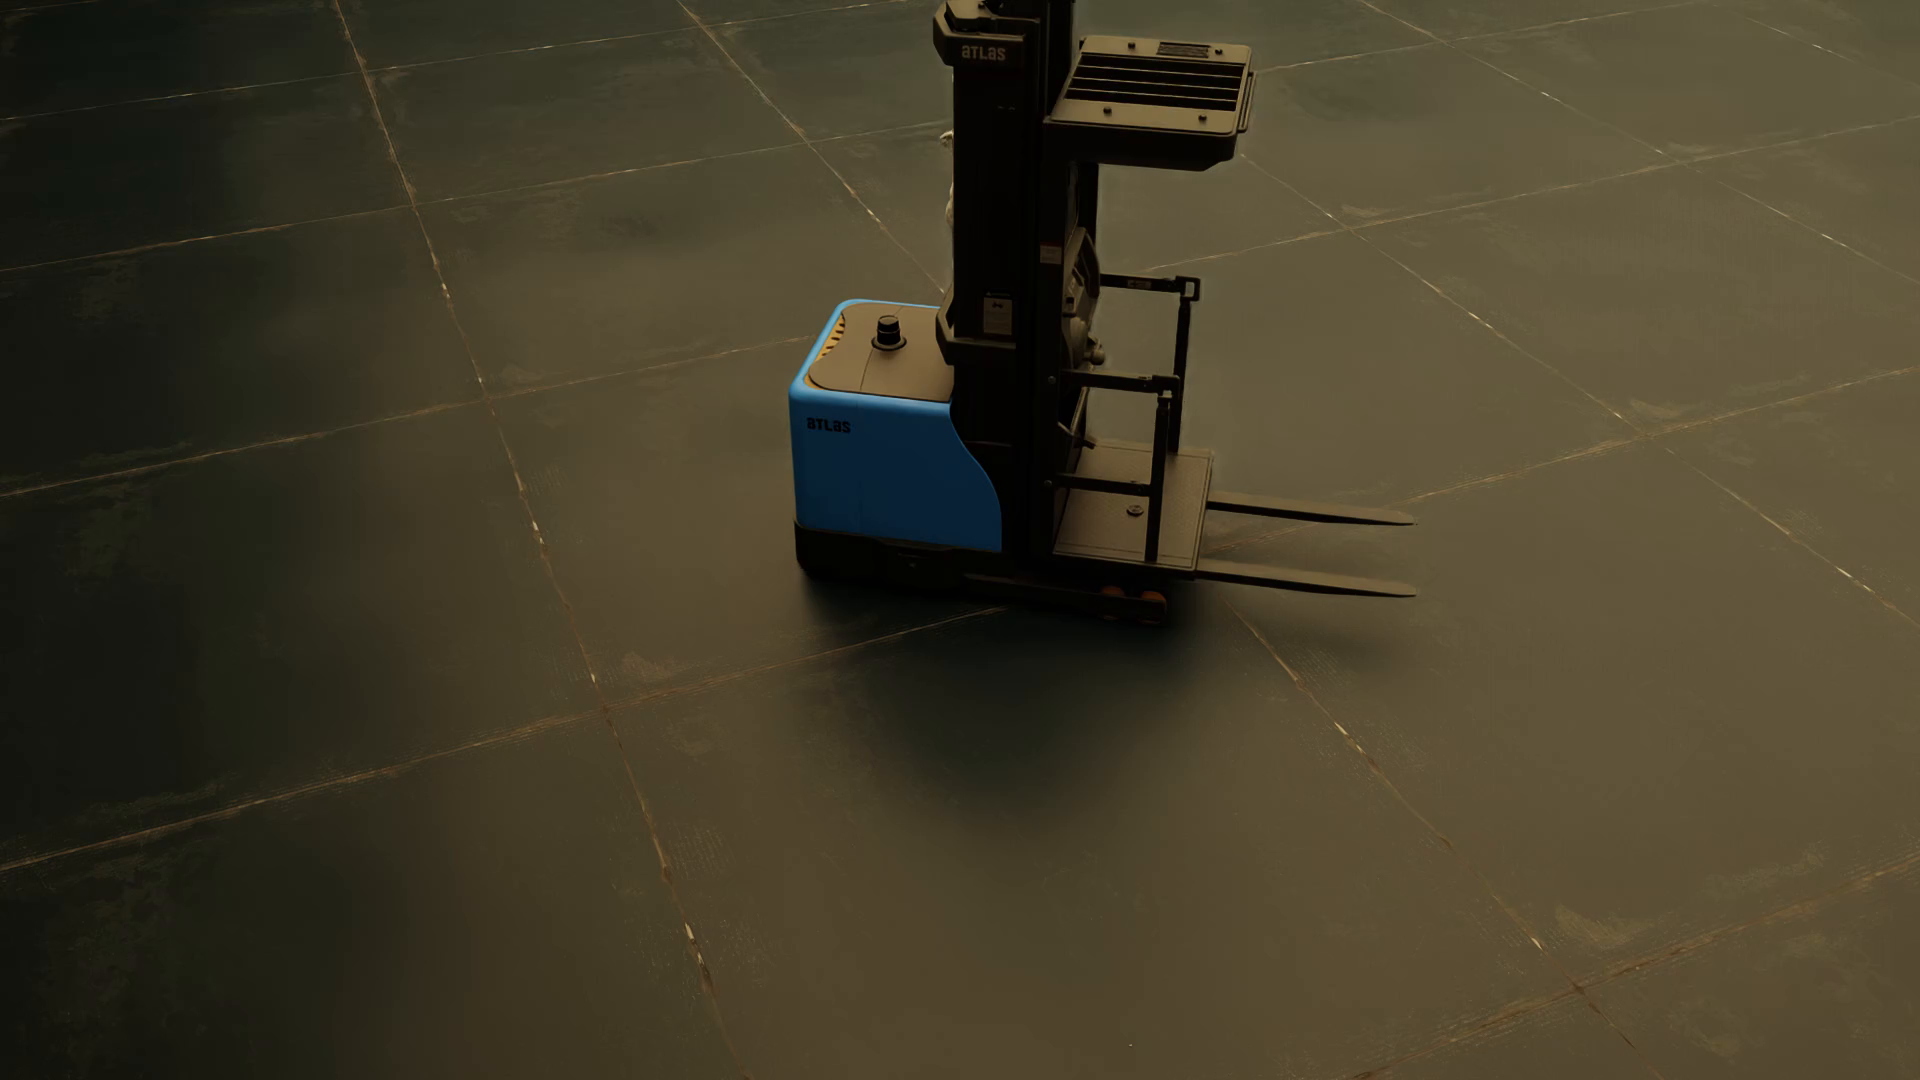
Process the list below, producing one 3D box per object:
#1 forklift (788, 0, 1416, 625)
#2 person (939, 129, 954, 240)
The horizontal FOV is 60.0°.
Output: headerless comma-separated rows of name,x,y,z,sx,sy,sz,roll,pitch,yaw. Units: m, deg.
forklift,0.747,-1.120,7.674,3.031,2.935,1.130,7,36,10
person,0.153,-2.131,10.188,0.558,1.708,0.969,-12,37,-16
